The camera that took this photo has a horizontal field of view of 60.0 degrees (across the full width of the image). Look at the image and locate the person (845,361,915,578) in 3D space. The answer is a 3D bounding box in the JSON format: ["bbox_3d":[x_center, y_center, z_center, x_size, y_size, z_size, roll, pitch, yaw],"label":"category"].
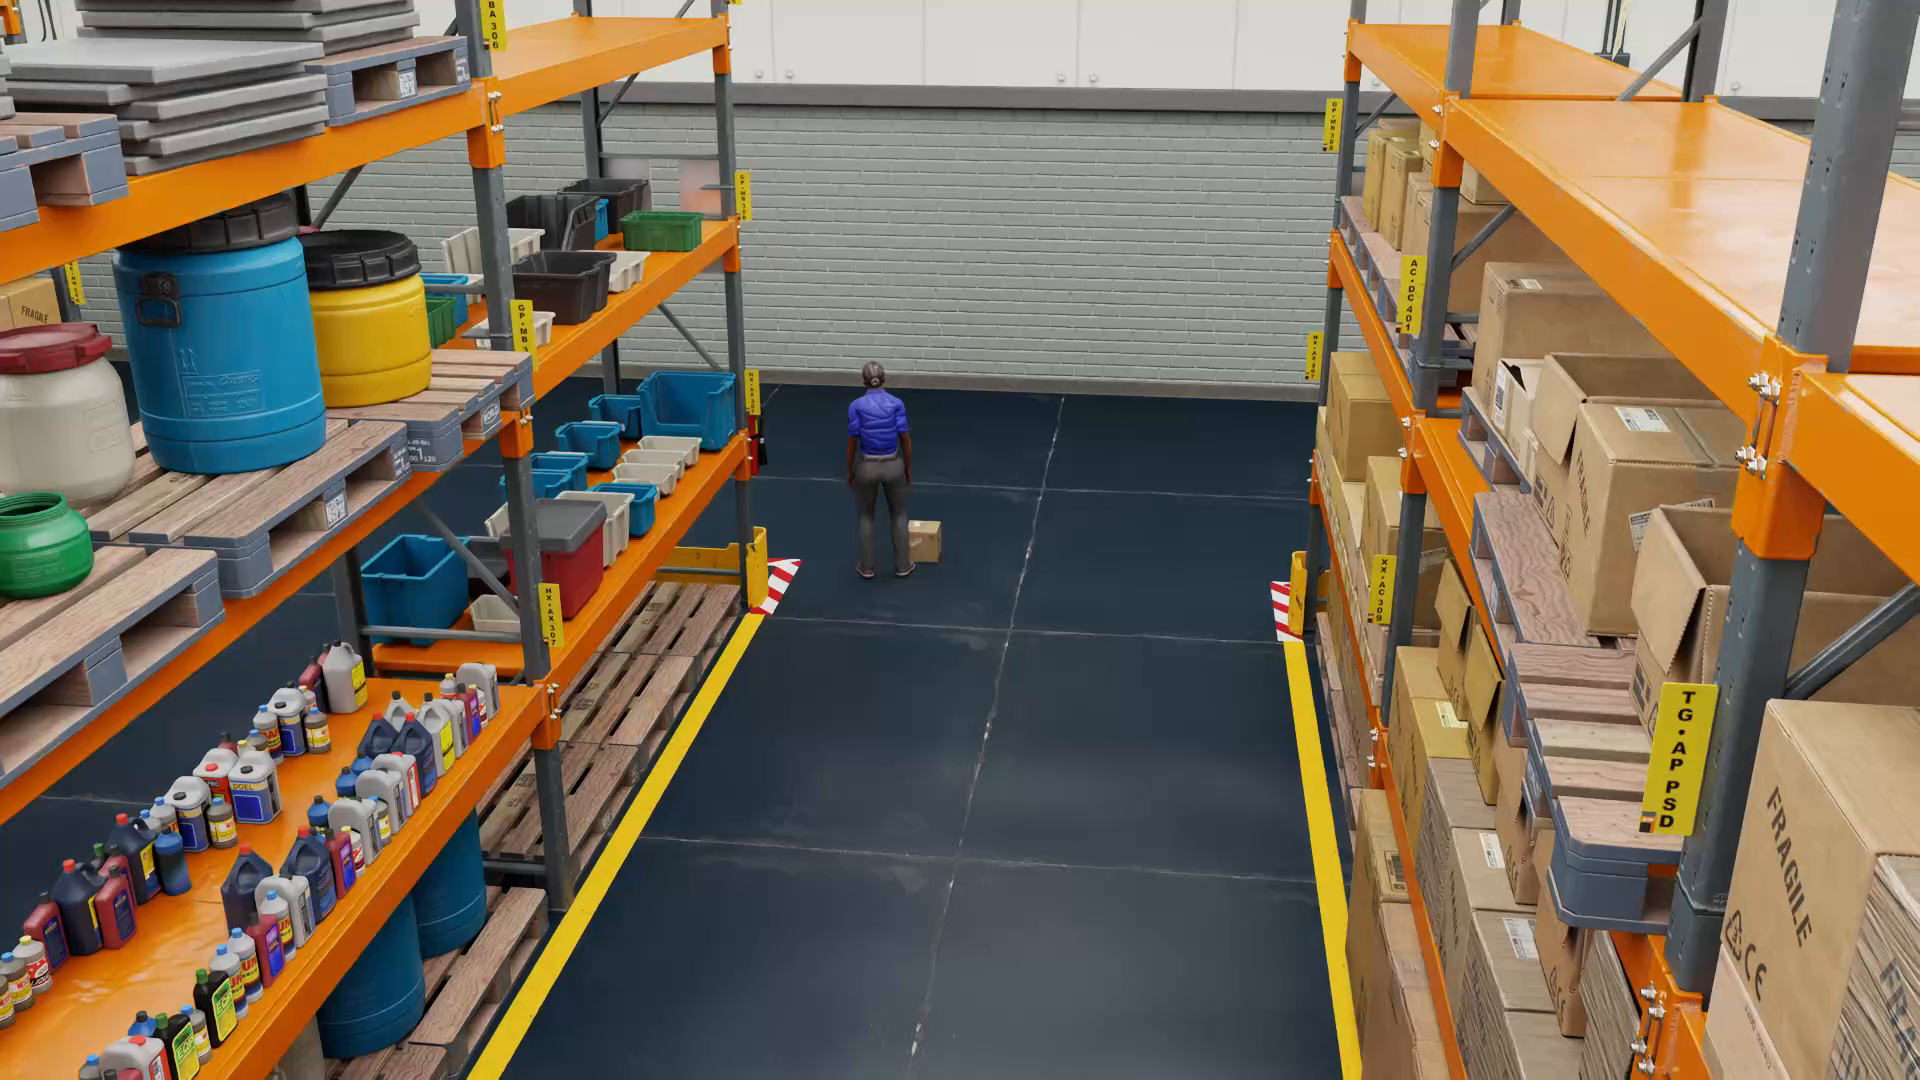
[{"bbox_3d":[-0.595,-0.518,12.421,0.519,1.653,0.348,-2,21,-6],"label":"person"}]
